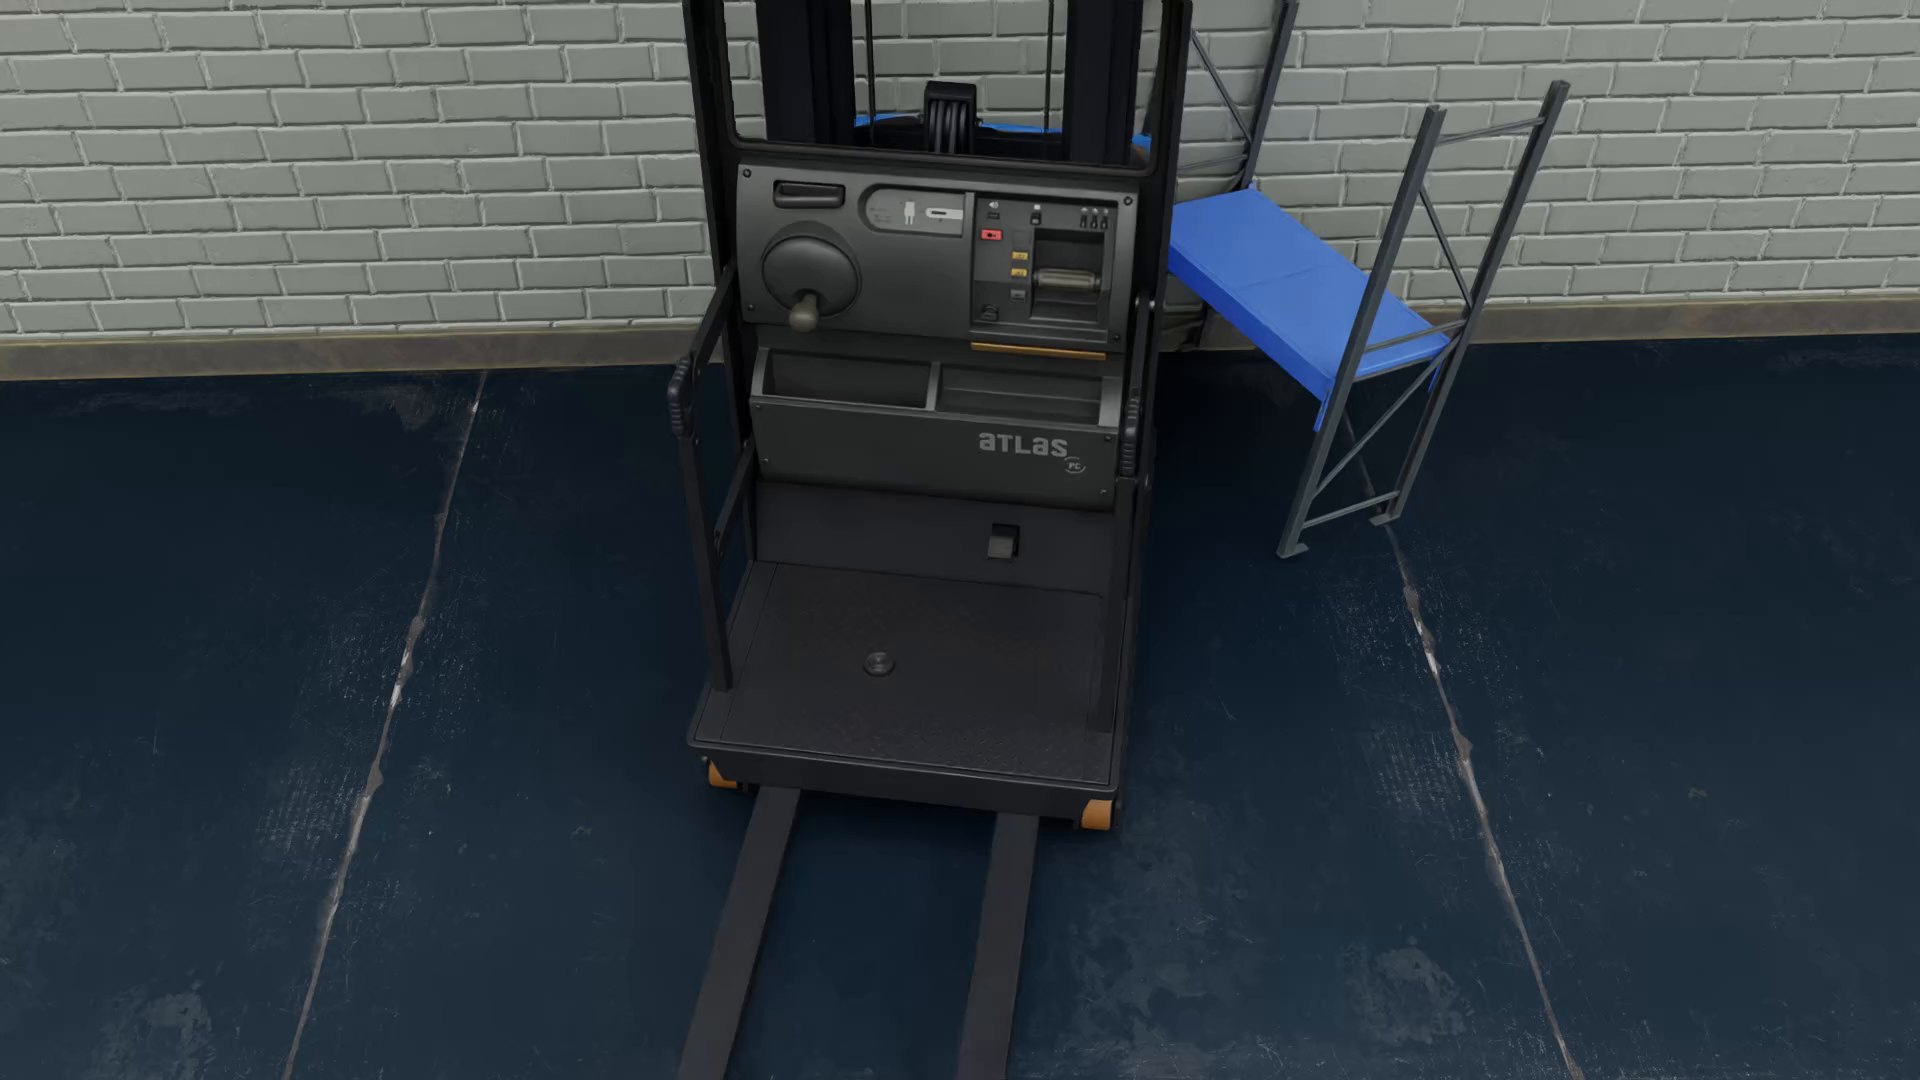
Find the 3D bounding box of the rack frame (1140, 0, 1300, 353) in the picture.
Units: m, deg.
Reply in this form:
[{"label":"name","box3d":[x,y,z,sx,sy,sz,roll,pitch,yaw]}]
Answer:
[{"label":"rack frame","box3d":[0.756,-1.196,5.338,0.500,1.500,0.032,-17,48,-28]}]

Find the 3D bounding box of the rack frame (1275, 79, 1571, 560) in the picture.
[{"label":"rack frame","box3d":[1.285,-0.575,4.730,0.500,1.500,0.032,-17,48,-28]}]

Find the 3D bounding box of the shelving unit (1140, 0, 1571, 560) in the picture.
[{"label":"shelving unit","box3d":[1.020,-0.885,5.034,0.538,1.500,1.048,-17,48,-28]}]

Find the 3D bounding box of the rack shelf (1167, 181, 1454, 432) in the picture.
[{"label":"rack shelf","box3d":[0.998,-0.751,5.152,0.538,0.185,1.000,-17,48,-28]}]

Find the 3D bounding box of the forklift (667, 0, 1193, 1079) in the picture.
[{"label":"forklift","box3d":[-0.088,-0.572,3.705,1.130,2.935,3.031,5,43,6]}]
